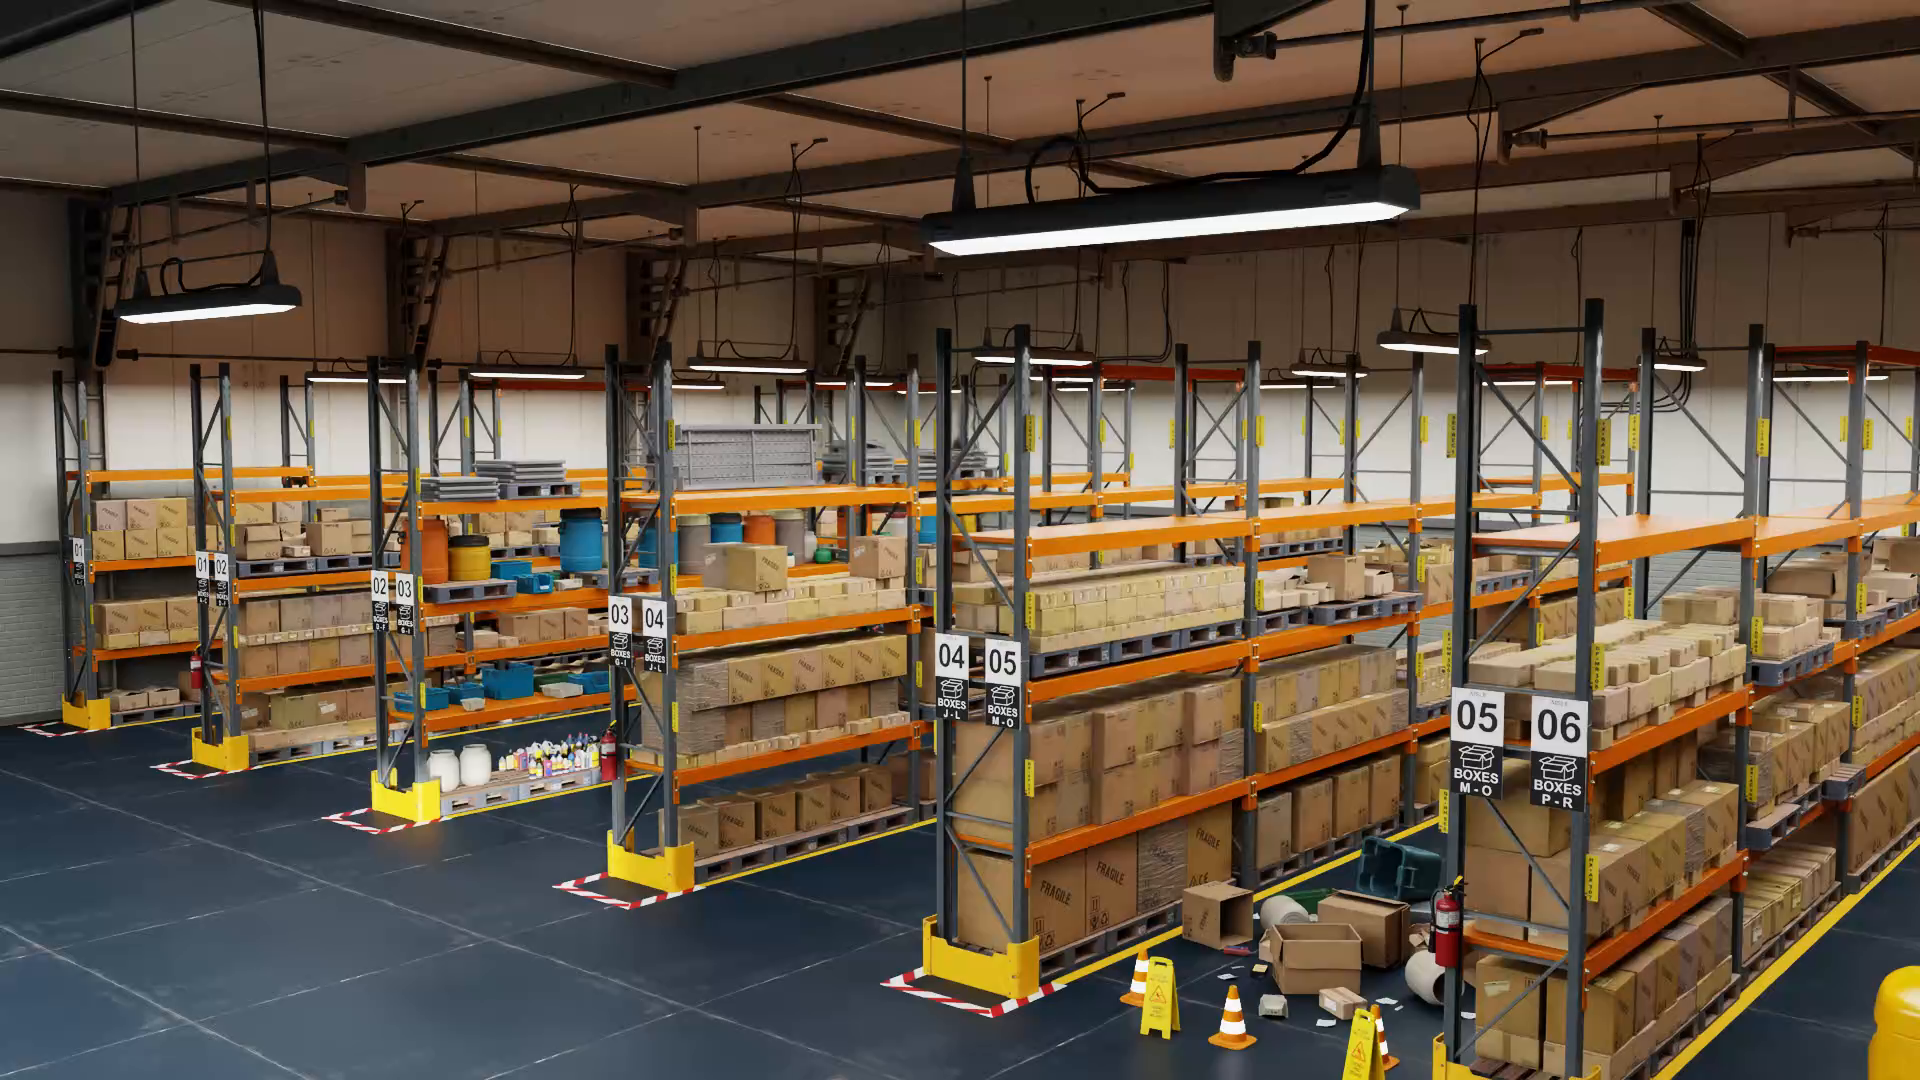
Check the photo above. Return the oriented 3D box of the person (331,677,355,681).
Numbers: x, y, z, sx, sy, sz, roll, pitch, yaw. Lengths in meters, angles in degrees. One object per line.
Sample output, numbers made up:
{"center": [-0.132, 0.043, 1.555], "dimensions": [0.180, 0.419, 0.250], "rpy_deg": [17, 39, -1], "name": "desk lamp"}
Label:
{"center": [-10.382, 2.290, 28.123], "dimensions": [0.546, 1.714, 0.844], "rpy_deg": [2, 5, 31], "name": "person"}
